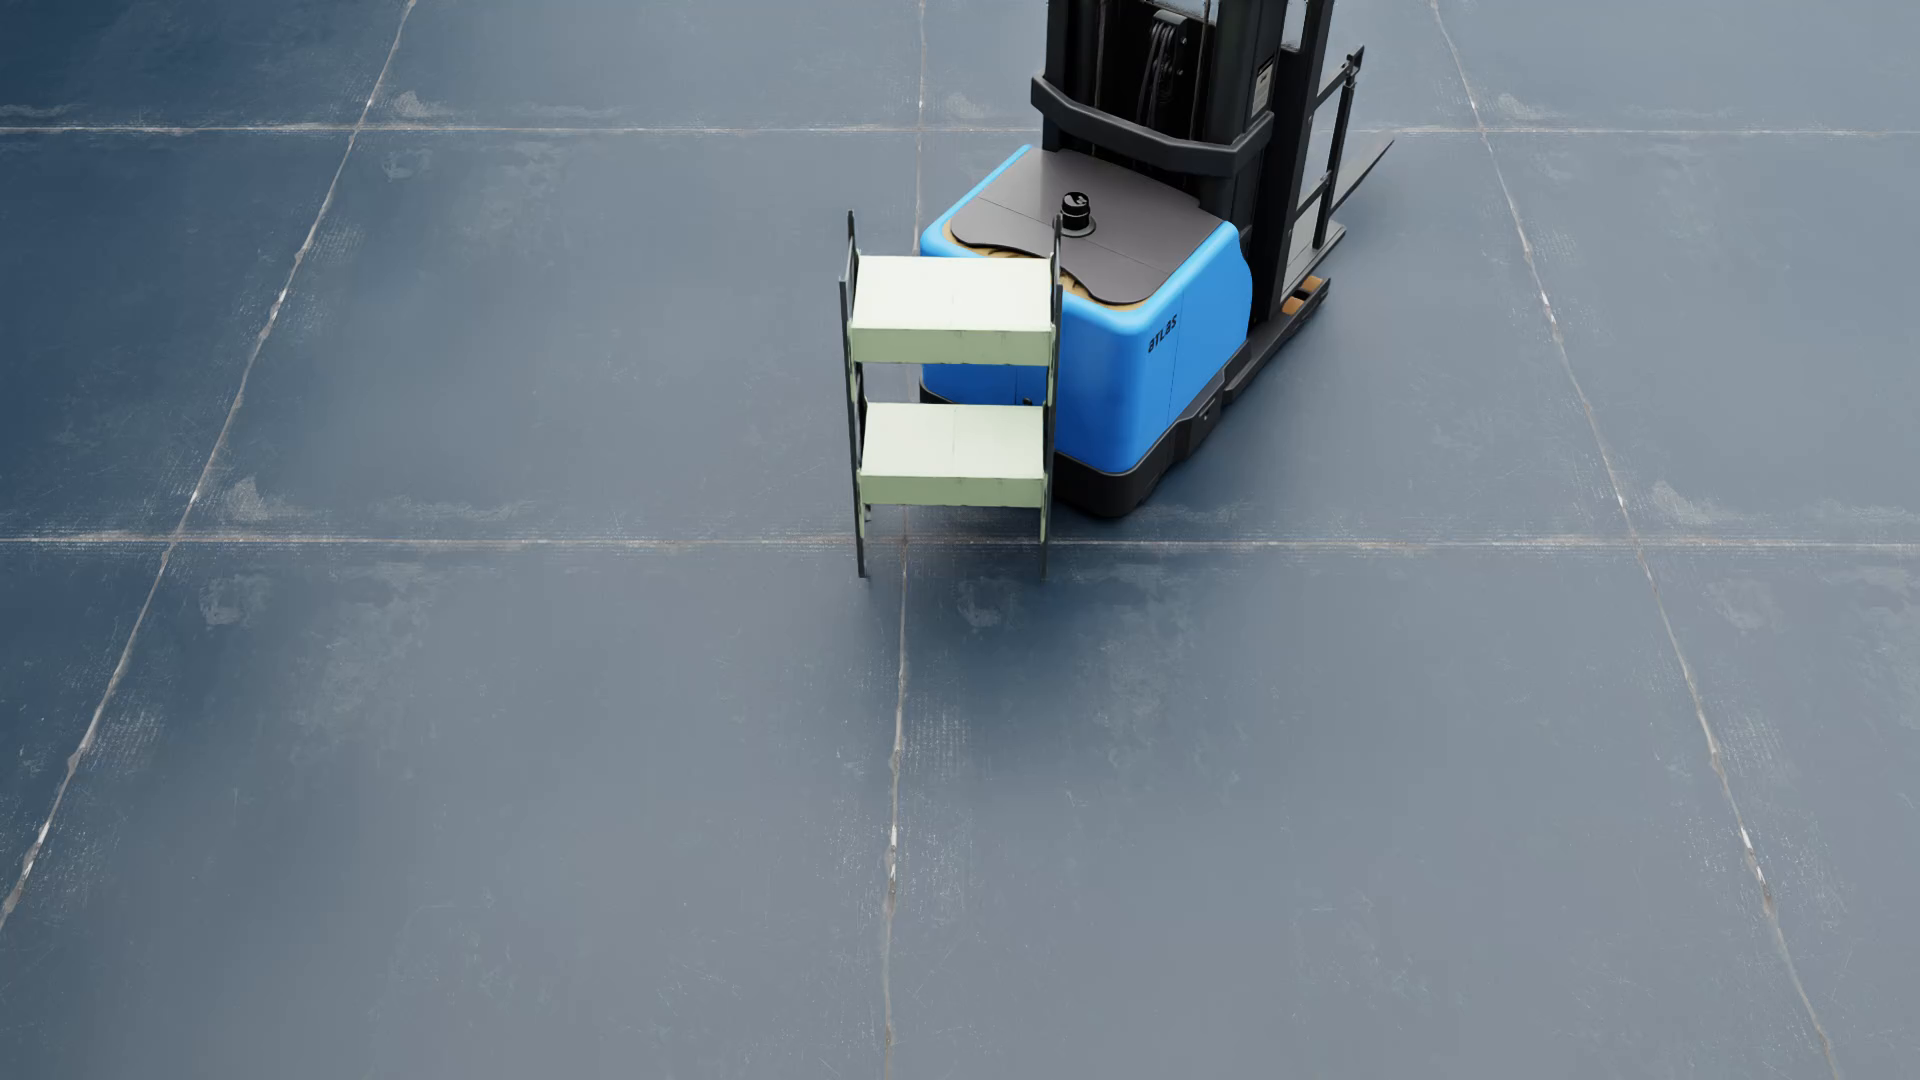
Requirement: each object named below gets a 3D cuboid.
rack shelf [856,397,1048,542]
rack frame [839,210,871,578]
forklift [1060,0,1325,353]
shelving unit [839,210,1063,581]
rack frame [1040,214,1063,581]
[{"bbox_3d":[14.740,-0.374,6.763,30.224,0.609,6.146,1,47,1],"label":"rack shelf"},{"bbox_3d":[-0.390,-0.506,6.277,0.023,1.500,0.400,1,47,1],"label":"rack frame"},{"bbox_3d":[19.956,-4.124,4.514,32.329,9.011,24.083,27,53,23],"label":"forklift"},{"bbox_3d":[14.732,-0.677,6.437,30.241,1.500,6.146,1,47,1],"label":"shelving unit"},{"bbox_3d":[0.341,-0.491,6.263,0.023,1.500,0.400,1,47,1],"label":"rack frame"}]
